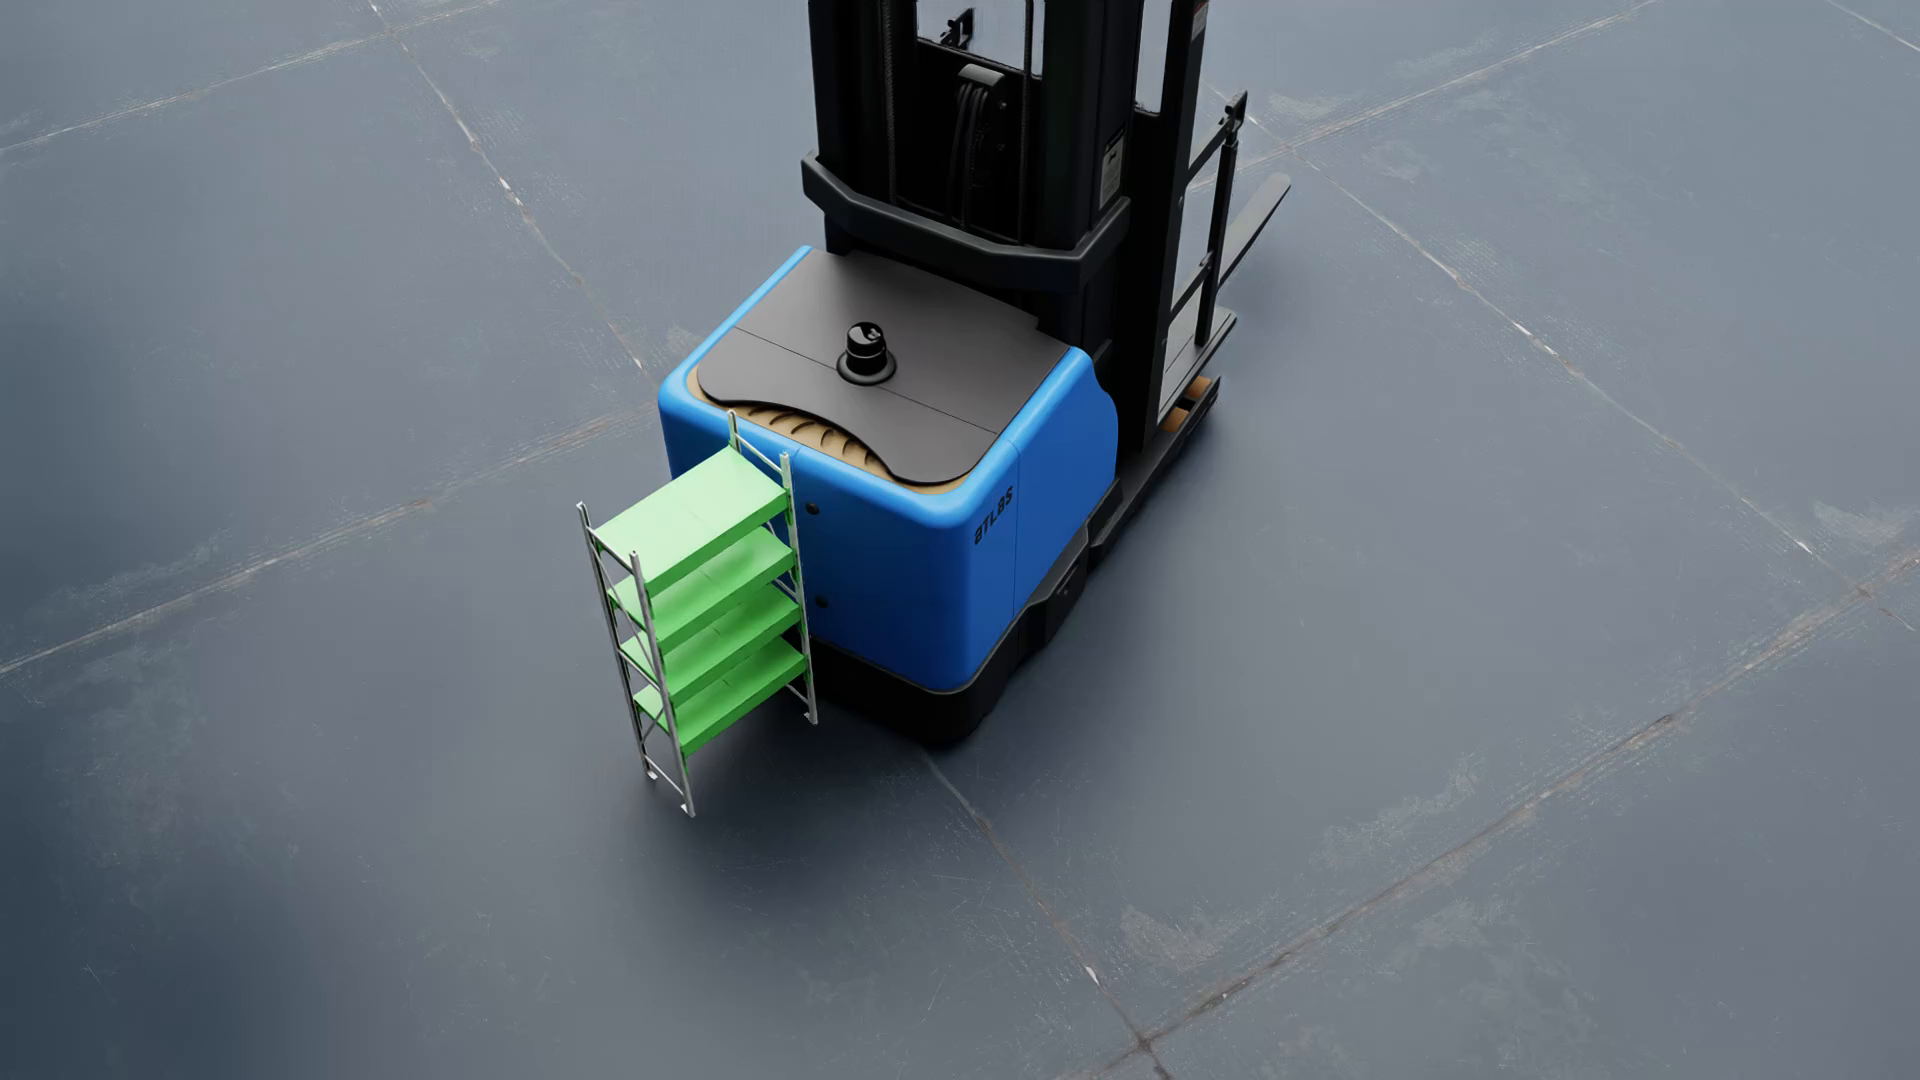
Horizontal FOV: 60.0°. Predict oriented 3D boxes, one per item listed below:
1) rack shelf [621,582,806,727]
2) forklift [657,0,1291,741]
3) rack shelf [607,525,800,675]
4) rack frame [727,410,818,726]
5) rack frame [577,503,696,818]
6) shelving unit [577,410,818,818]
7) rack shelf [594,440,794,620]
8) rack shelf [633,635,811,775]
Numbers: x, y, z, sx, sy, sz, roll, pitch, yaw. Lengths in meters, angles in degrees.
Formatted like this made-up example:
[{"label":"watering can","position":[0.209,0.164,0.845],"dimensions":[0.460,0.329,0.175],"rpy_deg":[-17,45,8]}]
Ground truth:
[{"label":"rack shelf","position":[-0.710,0.287,4.777],"dimensions":[0.480,0.148,0.258],"rpy_deg":[-36,57,-28]},{"label":"forklift","position":[0.298,-1.454,5.082],"dimensions":[1.130,2.935,3.031],"rpy_deg":[23,52,20]},{"label":"rack shelf","position":[-0.710,0.127,4.598],"dimensions":[0.480,0.148,0.258],"rpy_deg":[-36,57,-28]},{"label":"rack frame","position":[-0.535,0.117,4.842],"dimensions":[0.015,1.200,0.240],"rpy_deg":[-36,57,-28]},{"label":"rack frame","position":[-0.885,0.371,4.616],"dimensions":[0.015,1.200,0.240],"rpy_deg":[-36,57,-28]},{"label":"shelving unit","position":[-0.710,0.244,4.729],"dimensions":[0.503,1.200,0.258],"rpy_deg":[-36,57,-28]},{"label":"rack shelf","position":[-0.710,-0.033,4.418],"dimensions":[0.480,0.148,0.258],"rpy_deg":[-36,57,-28]},{"label":"rack shelf","position":[-0.710,0.446,4.956],"dimensions":[0.480,0.148,0.258],"rpy_deg":[-36,57,-28]}]
